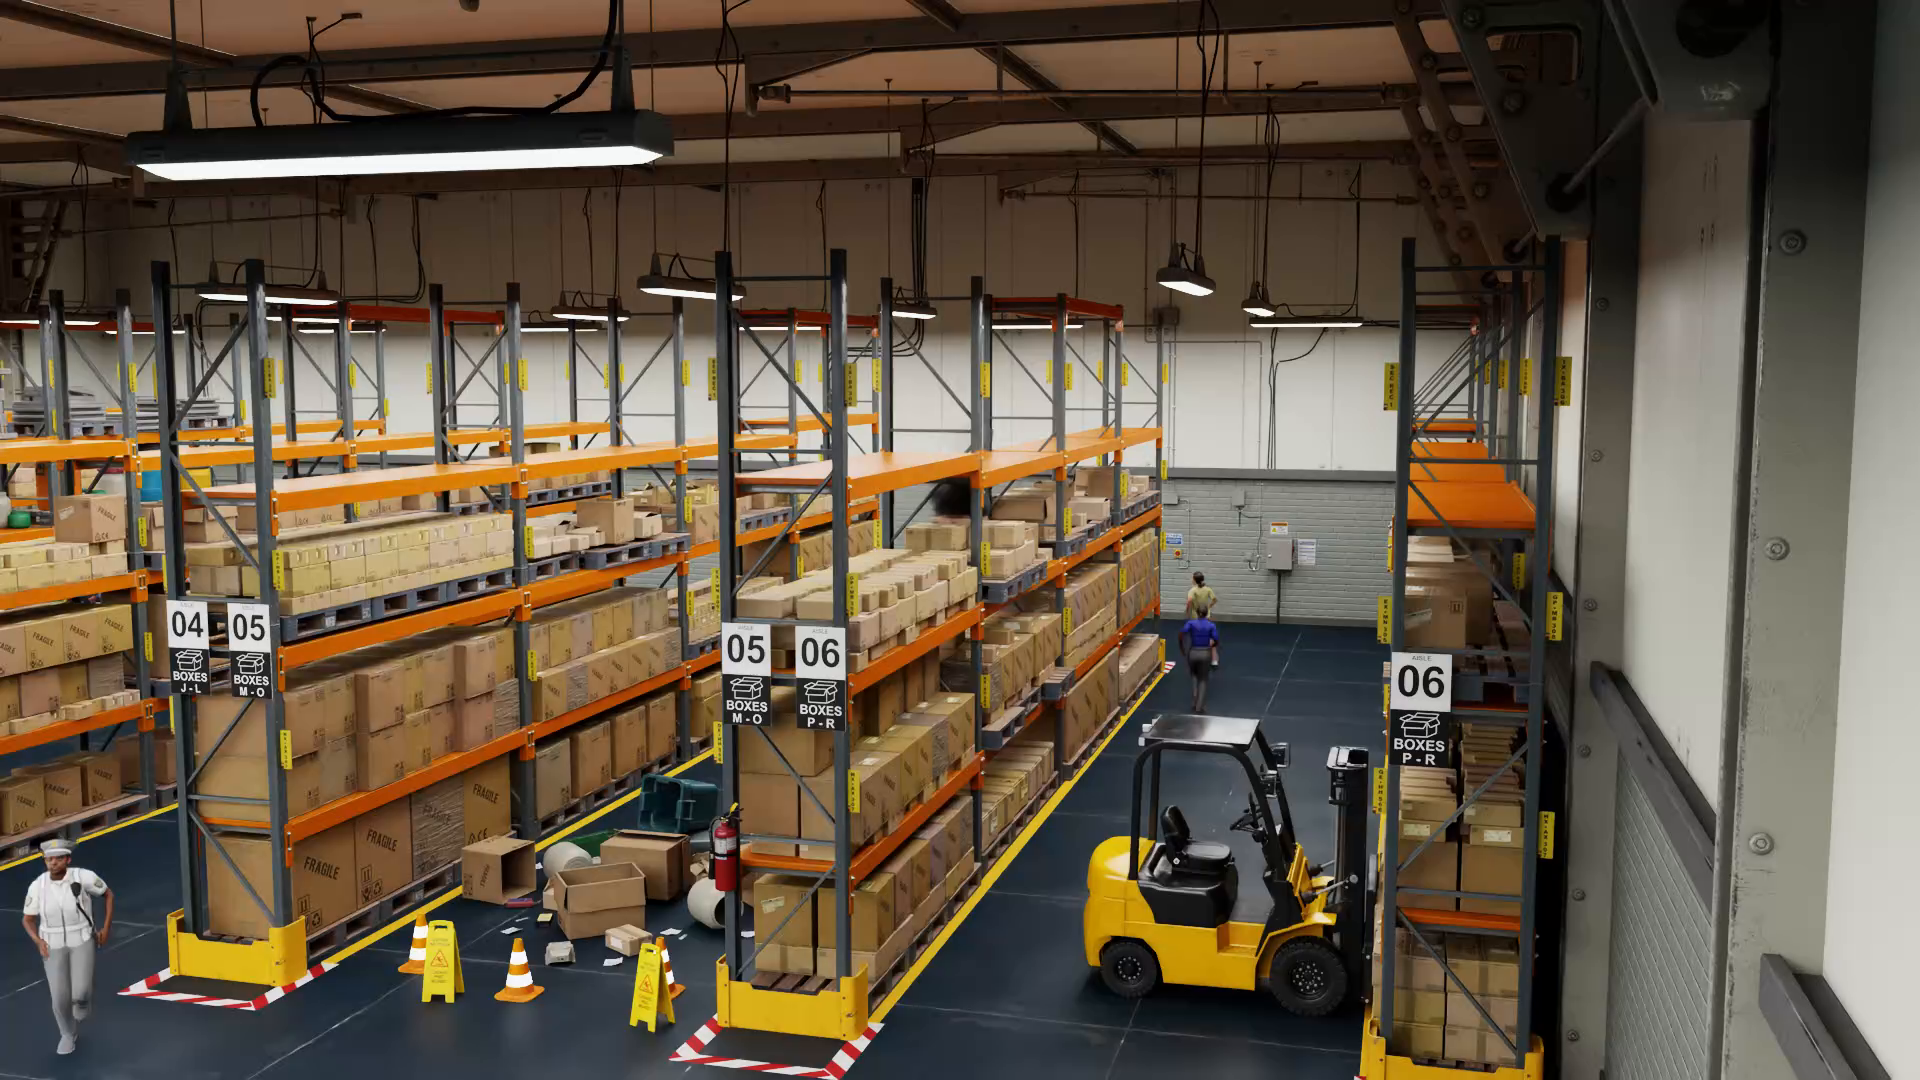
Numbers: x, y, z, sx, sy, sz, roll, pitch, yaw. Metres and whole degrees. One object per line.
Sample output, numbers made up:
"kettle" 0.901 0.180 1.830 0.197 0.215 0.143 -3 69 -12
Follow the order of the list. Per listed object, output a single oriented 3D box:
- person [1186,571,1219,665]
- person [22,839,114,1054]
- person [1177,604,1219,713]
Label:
"person" 4.073 1.345 28.475 0.637 1.645 0.560 -2 6 -16
"person" -6.699 3.036 12.504 0.602 1.667 0.621 -2 6 -21
"person" 3.559 1.747 24.745 0.588 1.628 0.642 2 6 18
